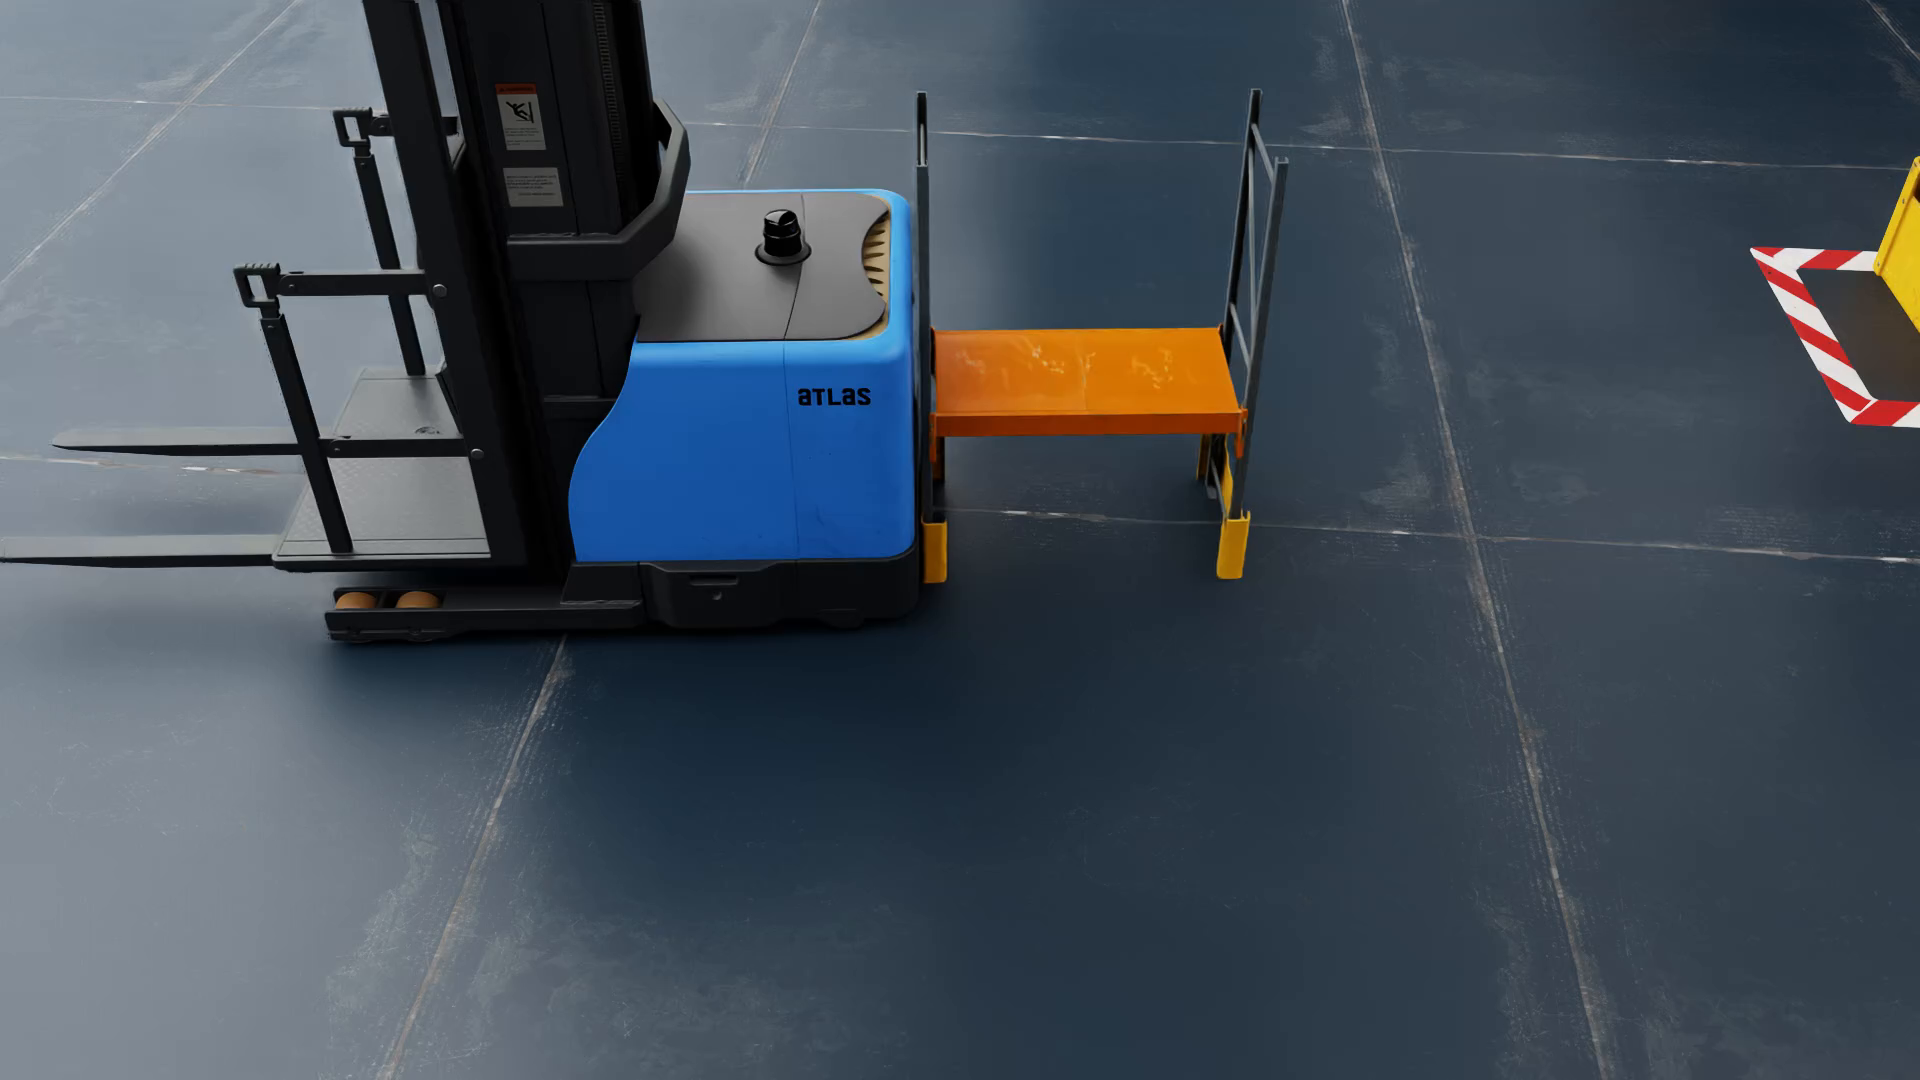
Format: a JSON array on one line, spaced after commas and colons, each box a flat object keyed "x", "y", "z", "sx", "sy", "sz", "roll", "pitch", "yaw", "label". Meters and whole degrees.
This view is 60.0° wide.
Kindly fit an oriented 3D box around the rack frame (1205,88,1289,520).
[{"x": 0.905, "y": -0.635, "z": 5.342, "sx": 0.032, "sy": 1.500, "sz": 0.500, "roll": -1, "pitch": 39, "yaw": -1, "label": "rack frame"}]

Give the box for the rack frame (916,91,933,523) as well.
[{"x": -0.111, "y": -0.622, "z": 5.326, "sx": 0.032, "sy": 1.500, "sz": 0.500, "roll": -1, "pitch": 39, "yaw": -1, "label": "rack frame"}]

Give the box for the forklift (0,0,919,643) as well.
[{"x": -1.656, "y": -1.144, "z": 4.834, "sx": 3.031, "sy": 2.935, "sz": 1.130, "roll": -1, "pitch": 39, "yaw": -1, "label": "forklift"}]

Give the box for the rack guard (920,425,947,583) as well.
[{"x": -0.092, "y": -0.138, "z": 5.721, "sx": 0.087, "sy": 0.250, "sz": 0.587, "roll": -1, "pitch": 39, "yaw": -1, "label": "rack guard"}]

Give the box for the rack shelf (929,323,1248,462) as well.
[{"x": 0.397, "y": -0.489, "z": 5.448, "sx": 1.000, "sy": 0.185, "sz": 0.538, "roll": -1, "pitch": 39, "yaw": -1, "label": "rack shelf"}]

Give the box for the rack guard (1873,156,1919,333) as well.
[{"x": 4.076, "y": -1.031, "z": 6.621, "sx": 0.348, "sy": 0.500, "sz": 1.175, "roll": 3, "pitch": 39, "yaw": 4, "label": "rack guard"}]

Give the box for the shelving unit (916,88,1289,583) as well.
[{"x": 0.406, "y": -0.629, "z": 5.335, "sx": 1.083, "sy": 1.500, "sz": 0.587, "roll": -1, "pitch": 39, "yaw": -1, "label": "shelving unit"}]

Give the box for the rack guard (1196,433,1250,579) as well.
[{"x": 0.904, "y": -0.151, "z": 5.737, "sx": 0.087, "sy": 0.250, "sz": 0.587, "roll": -1, "pitch": 39, "yaw": -1, "label": "rack guard"}]
